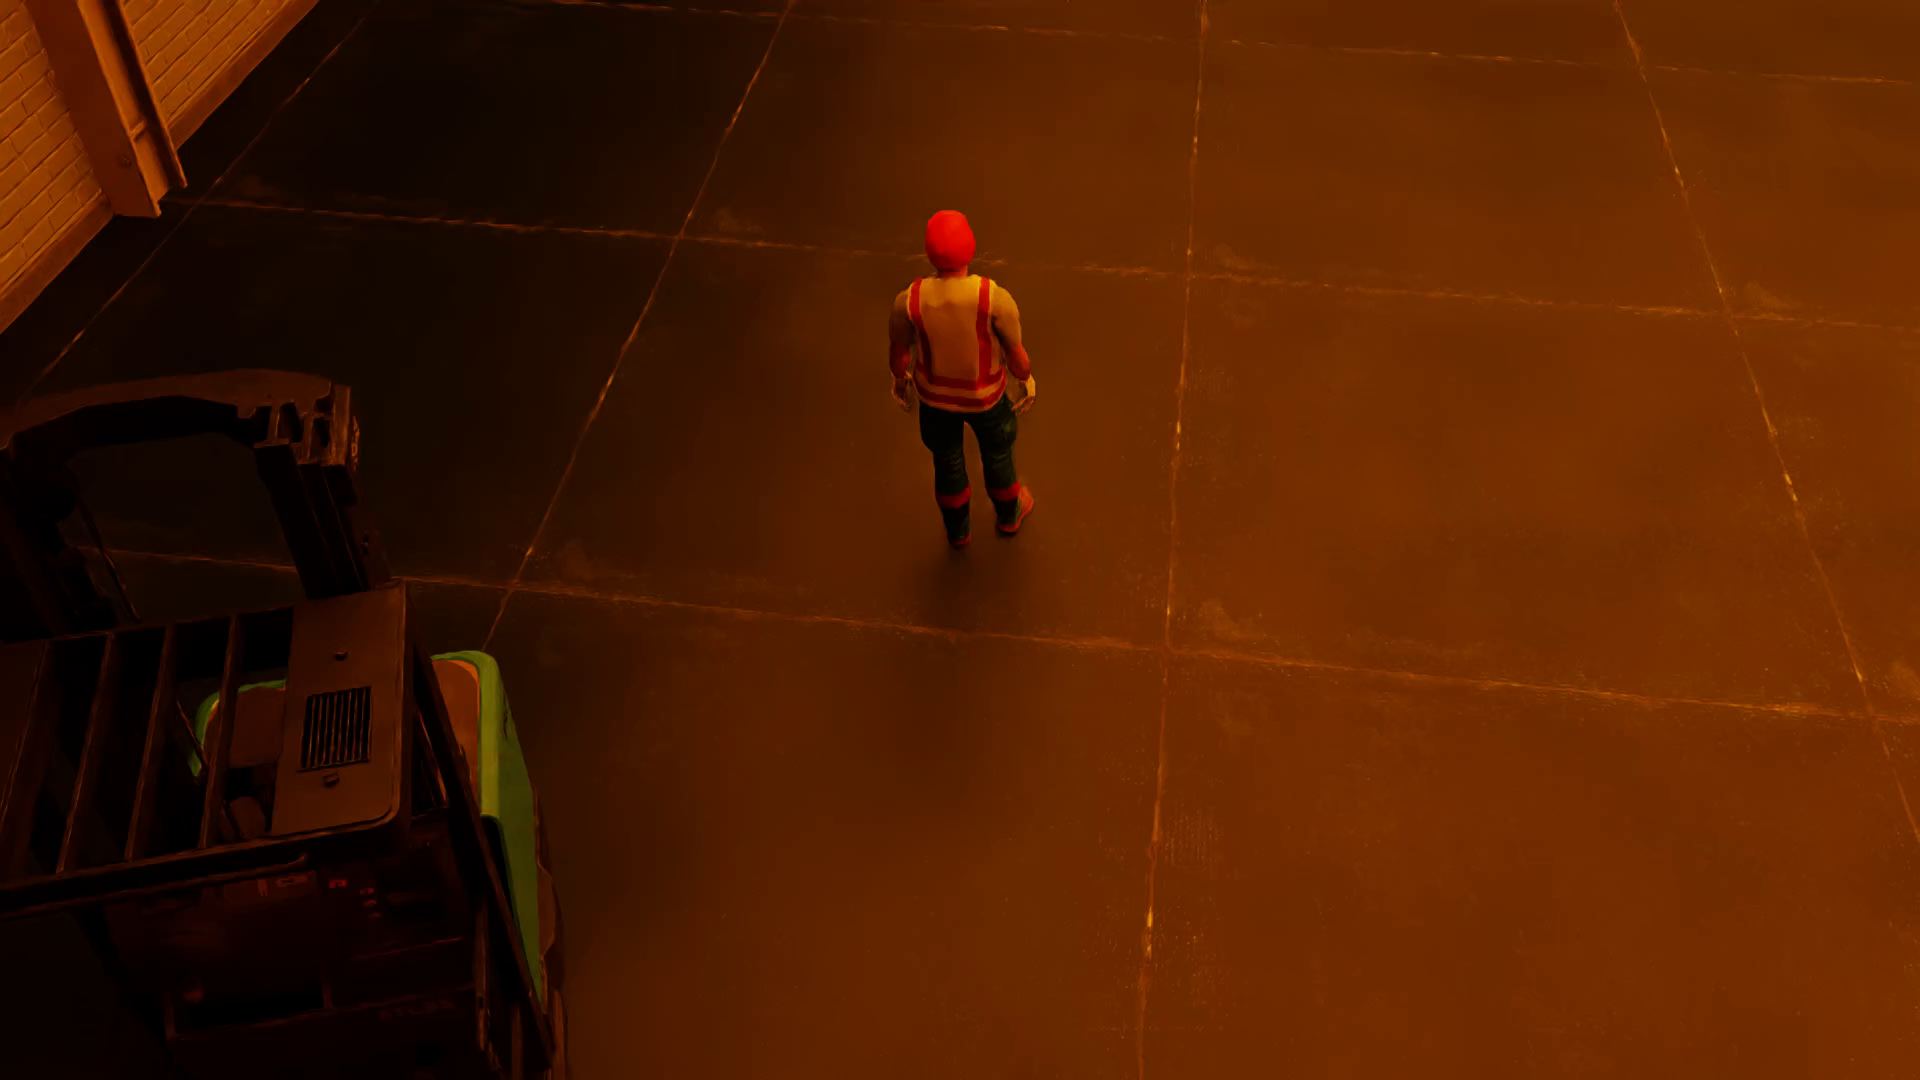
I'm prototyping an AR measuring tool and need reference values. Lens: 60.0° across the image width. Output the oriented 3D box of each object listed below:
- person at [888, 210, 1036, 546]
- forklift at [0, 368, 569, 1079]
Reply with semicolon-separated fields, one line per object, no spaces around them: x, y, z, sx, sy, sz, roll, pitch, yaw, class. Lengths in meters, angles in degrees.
0.022;-0.717;7.339;0.637;1.787;0.563;5;43;6;person
-1.829;1.133;4.490;1.130;2.935;3.031;-8;43;-9;forklift
